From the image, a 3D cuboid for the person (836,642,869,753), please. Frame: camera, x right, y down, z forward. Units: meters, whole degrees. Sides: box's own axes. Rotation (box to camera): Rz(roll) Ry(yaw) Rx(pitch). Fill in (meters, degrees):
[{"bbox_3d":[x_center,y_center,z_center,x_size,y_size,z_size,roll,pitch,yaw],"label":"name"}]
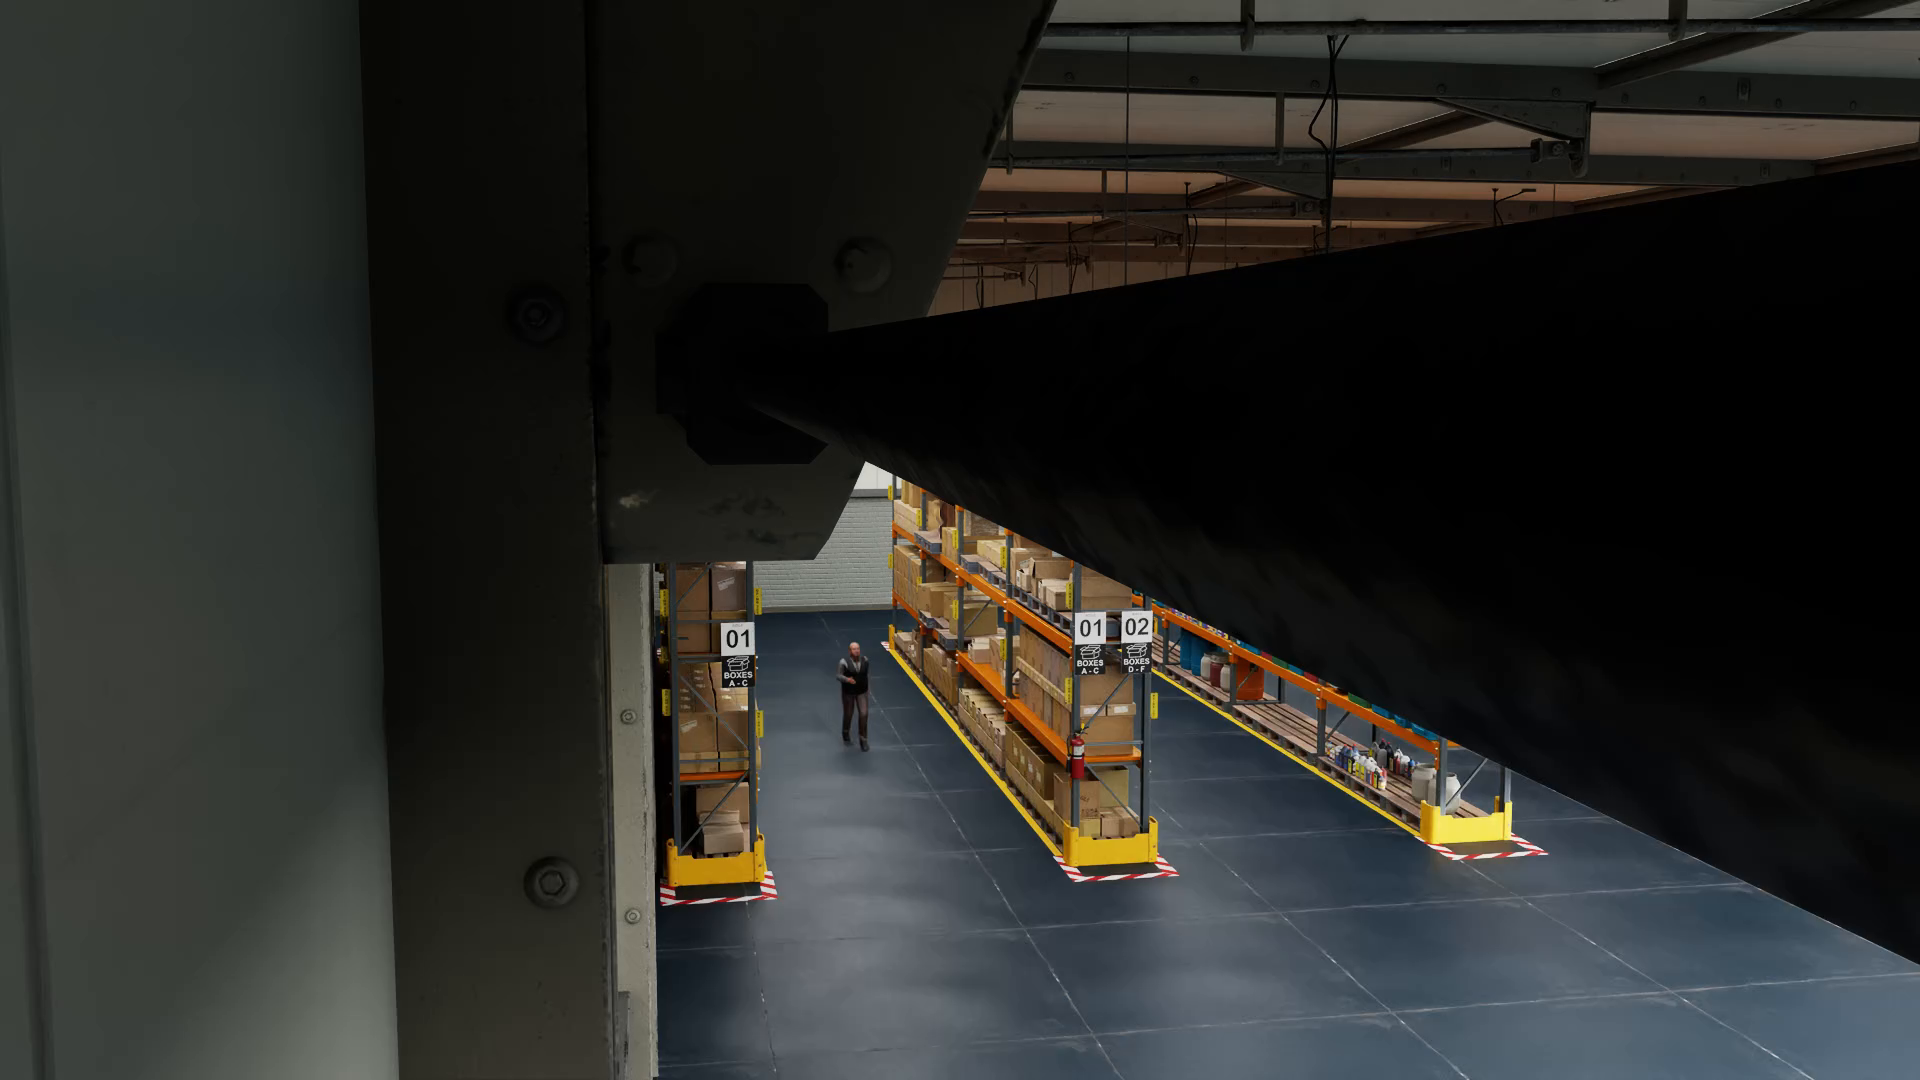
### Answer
[{"bbox_3d":[-1.743,2.529,27.211,0.610,1.754,0.889,-2,6,-15],"label":"person"}]
